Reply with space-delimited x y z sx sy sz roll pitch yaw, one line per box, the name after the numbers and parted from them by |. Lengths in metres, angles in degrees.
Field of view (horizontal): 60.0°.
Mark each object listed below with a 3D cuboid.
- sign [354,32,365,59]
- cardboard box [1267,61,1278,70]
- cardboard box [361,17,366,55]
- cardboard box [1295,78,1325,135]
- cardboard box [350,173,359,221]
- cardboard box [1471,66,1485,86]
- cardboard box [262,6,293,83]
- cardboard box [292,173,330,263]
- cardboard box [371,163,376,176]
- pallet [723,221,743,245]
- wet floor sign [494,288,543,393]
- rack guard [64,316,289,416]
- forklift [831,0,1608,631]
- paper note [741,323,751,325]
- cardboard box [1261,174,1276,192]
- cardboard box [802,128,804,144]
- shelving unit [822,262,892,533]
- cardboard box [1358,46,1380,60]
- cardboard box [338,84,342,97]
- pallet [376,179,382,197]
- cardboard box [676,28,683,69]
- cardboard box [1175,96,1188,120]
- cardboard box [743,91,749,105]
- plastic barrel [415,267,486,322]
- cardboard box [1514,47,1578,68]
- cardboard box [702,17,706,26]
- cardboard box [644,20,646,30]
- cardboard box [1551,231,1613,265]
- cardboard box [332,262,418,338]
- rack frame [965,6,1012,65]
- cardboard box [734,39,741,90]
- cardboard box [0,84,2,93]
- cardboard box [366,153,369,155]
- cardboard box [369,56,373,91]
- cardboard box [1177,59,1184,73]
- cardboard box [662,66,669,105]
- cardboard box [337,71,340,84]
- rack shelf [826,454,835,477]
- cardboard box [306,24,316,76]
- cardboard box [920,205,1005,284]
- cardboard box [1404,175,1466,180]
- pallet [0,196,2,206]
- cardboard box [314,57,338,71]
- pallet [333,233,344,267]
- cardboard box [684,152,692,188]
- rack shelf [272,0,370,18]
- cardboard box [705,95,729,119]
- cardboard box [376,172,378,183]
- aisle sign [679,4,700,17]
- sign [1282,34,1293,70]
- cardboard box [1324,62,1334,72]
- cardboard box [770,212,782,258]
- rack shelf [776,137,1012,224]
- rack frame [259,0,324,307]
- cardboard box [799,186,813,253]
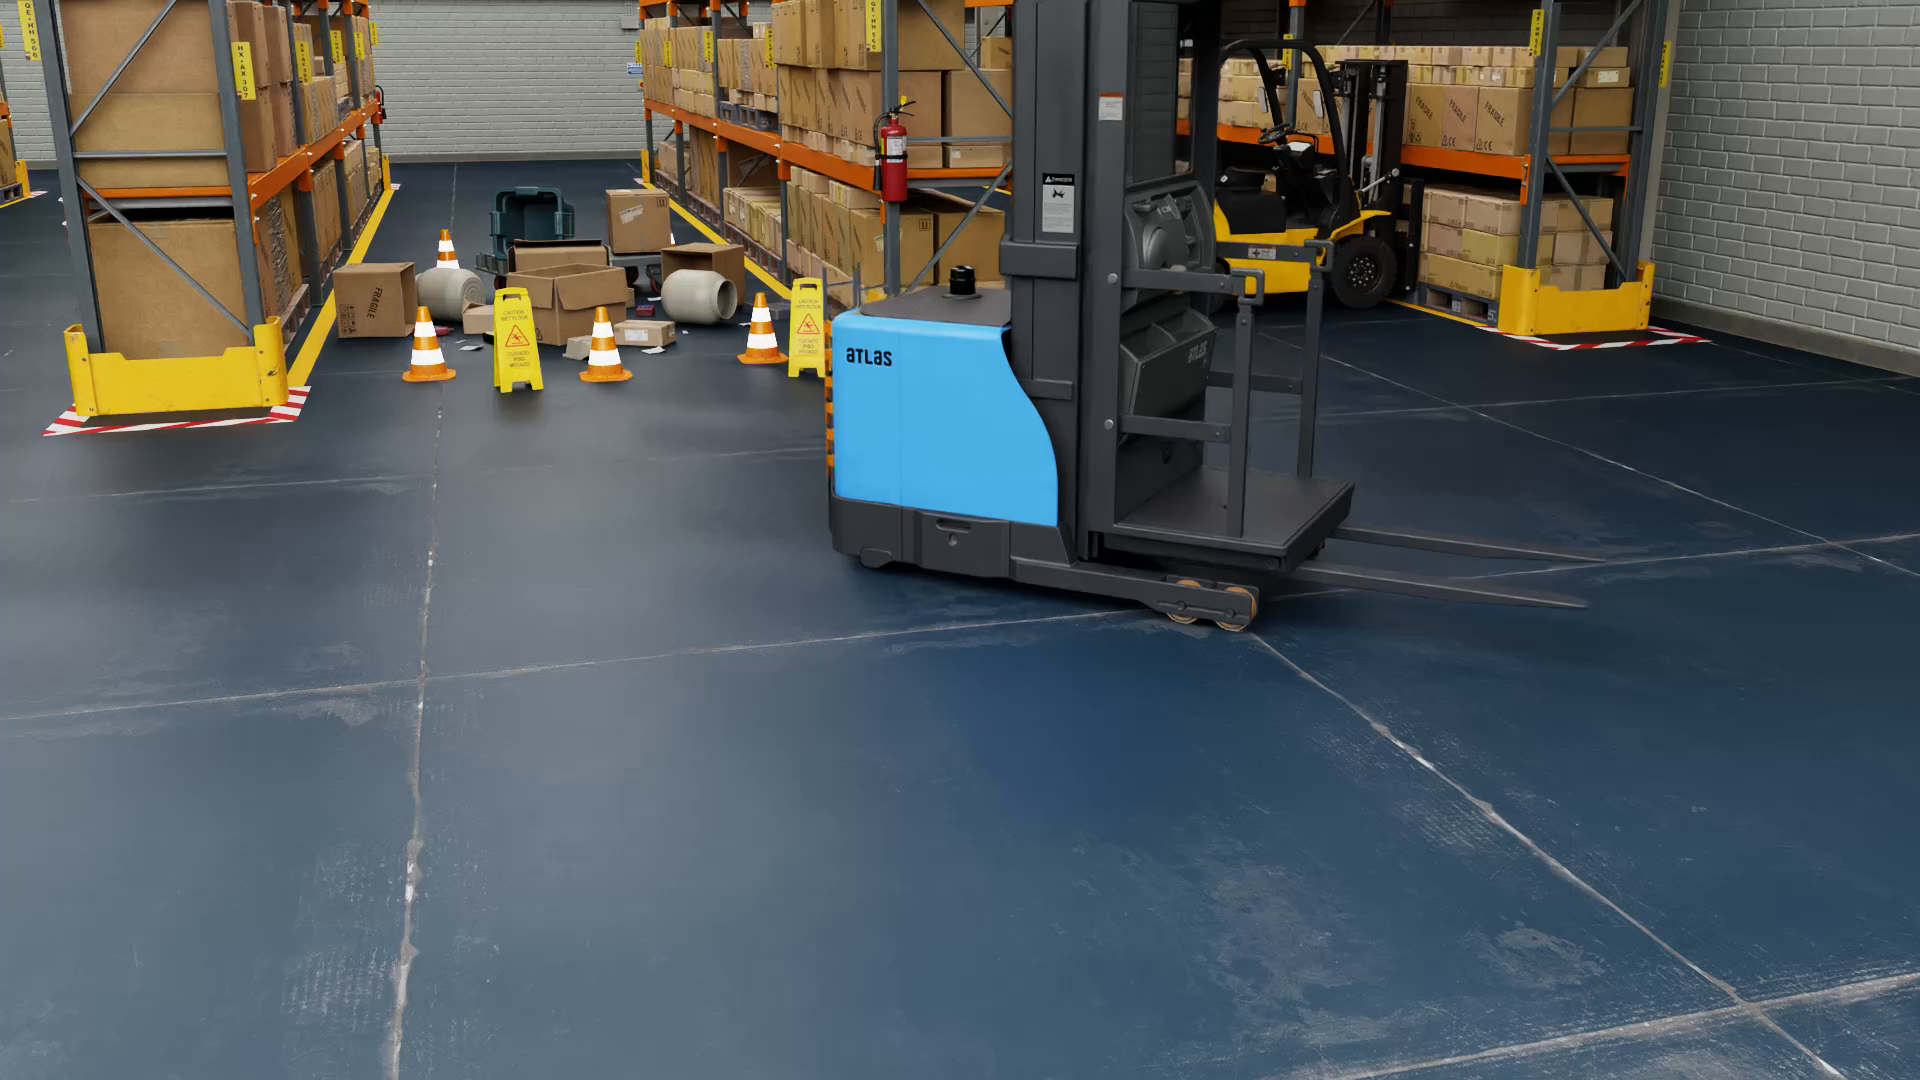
-7.521 -6.187 20.823 0.100 0.325 0.005 -5 17 -15 | sign
3.252 -4.693 16.560 0.380 0.149 0.250 -5 17 -16 | cardboard box
-8.349 -6.827 22.537 0.500 0.500 0.500 -5 18 -17 | cardboard box
3.519 -4.092 15.687 0.500 0.500 0.500 -5 17 -17 | cardboard box
-7.045 -3.840 18.637 0.500 0.500 0.500 -4 17 -15 | cardboard box
4.272 -3.659 13.116 0.380 0.149 0.250 -4 17 -14 | cardboard box
-5.524 -3.716 12.472 0.875 0.550 0.550 -5 17 -15 | cardboard box
-6.374 -2.930 15.174 1.050 0.750 0.750 -5 17 -15 | cardboard box
-8.279 -5.117 22.981 0.380 0.149 0.250 -5 17 -15 | cardboard box
-2.009 -3.349 18.234 1.003 0.211 1.213 -5 17 -15 | pallet
-2.844 -1.289 10.623 0.267 0.644 0.232 -8 18 -25 | wet floor sign
-4.749 -1.065 10.127 1.175 0.500 0.348 -5 17 -15 | rack guard
1.011 -1.232 6.459 3.031 2.935 1.130 8 19 25 | forklift
-1.640 -1.705 13.074 0.142 0.019 0.148 -12 20 -34 | paper note
3.494 -3.395 16.938 0.875 0.625 0.625 -4 17 -13 | cardboard box
-1.124 -3.425 14.075 0.380 0.149 0.250 -5 17 -16 | cardboard box
-0.450 -0.618 7.424 0.189 1.200 0.258 14 21 38 | shelving unit
3.757 -4.293 14.712 0.380 0.149 0.250 -5 17 -16 | cardboard box
-7.393 -5.214 19.304 0.380 0.149 0.250 -4 17 -13 | cardboard box
-8.943 -5.110 24.097 1.003 0.211 1.213 -5 17 -15 | pallet
-3.311 -6.251 21.136 0.500 0.500 0.500 -5 17 -16 | cardboard box
2.718 -4.799 18.474 0.500 0.250 0.500 -5 18 -17 | cardboard box
-2.039 -4.578 17.187 0.380 0.149 0.250 -4 17 -12 | cardboard box
-4.068 -1.949 13.203 0.512 0.421 0.421 7 18 23 | plastic barrel
4.446 -3.665 12.620 0.380 0.149 0.250 -5 17 -15 | cardboard box
-3.356 -7.089 22.800 0.380 0.149 0.250 -5 17 -16 | cardboard box
-4.590 -7.831 25.268 0.380 0.149 0.250 -4 17 -14 | cardboard box
4.818 -2.351 13.247 0.500 0.250 0.500 -4 17 -14 | cardboard box
-4.442 -1.831 12.673 0.500 0.500 0.500 -2 17 -6 | cardboard box
0.350 -7.507 27.229 1.000 3.000 0.127 -5 17 -15 | rack frame
-2.019 -4.859 16.995 0.500 0.500 0.500 -4 17 -14 | cardboard box
-13.561 -6.288 22.914 0.500 0.250 0.500 -5 17 -16 | cardboard box
-8.354 -5.254 22.922 0.380 0.149 0.250 -5 17 -15 | cardboard box
-8.645 -6.638 23.645 0.500 0.500 0.500 -5 17 -16 | cardboard box
2.607 -5.327 18.671 0.380 0.149 0.250 -4 17 -15 | cardboard box
-3.842 -6.305 23.054 0.500 0.500 0.500 -5 17 -17 | cardboard box
-7.389 -5.352 19.246 0.380 0.149 0.250 -5 17 -15 | cardboard box
-0.450 -0.346 7.506 0.180 0.103 0.258 14 21 38 | rack shelf
-6.841 -4.883 16.583 0.700 0.500 0.500 -5 17 -16 | cardboard box
0.013 -2.183 12.250 0.500 0.500 0.500 -5 18 -17 | cardboard box
4.249 -3.150 15.036 0.500 0.250 0.500 -5 17 -15 | cardboard box
-13.323 -4.443 21.875 1.003 0.211 1.213 -5 17 -15 | pallet
-7.398 -5.497 19.212 0.380 0.149 0.250 -6 18 -18 | cardboard box
-6.810 -2.922 16.812 1.003 0.211 1.213 -5 17 -15 | pallet
-3.391 -5.163 23.151 0.875 0.438 0.875 -5 17 -16 | cardboard box
-8.603 -7.233 22.354 1.077 0.370 4.000 -5 17 -15 | rack shelf
-2.611 -4.948 18.972 0.500 0.250 0.500 -5 18 -17 | cardboard box
-8.439 -5.125 23.525 0.380 0.149 0.250 -6 18 -18 | cardboard box
-4.143 -8.403 25.693 0.394 0.787 0.004 -5 17 -15 | aisle sign
3.129 -4.659 15.872 0.100 0.325 0.005 -5 17 -15 | sign
3.555 -4.366 15.471 0.380 0.149 0.250 -4 17 -14 | cardboard box
-1.270 -2.882 15.669 0.950 0.372 0.625 -4 17 -15 | cardboard box
-0.574 -2.896 13.131 1.077 0.370 4.000 -5 17 -15 | rack shelf
-5.855 -3.375 13.473 1.000 3.000 0.127 -5 17 -15 | rack frame
-1.062 -2.706 13.992 0.500 0.500 0.500 -4 17 -13 | cardboard box
